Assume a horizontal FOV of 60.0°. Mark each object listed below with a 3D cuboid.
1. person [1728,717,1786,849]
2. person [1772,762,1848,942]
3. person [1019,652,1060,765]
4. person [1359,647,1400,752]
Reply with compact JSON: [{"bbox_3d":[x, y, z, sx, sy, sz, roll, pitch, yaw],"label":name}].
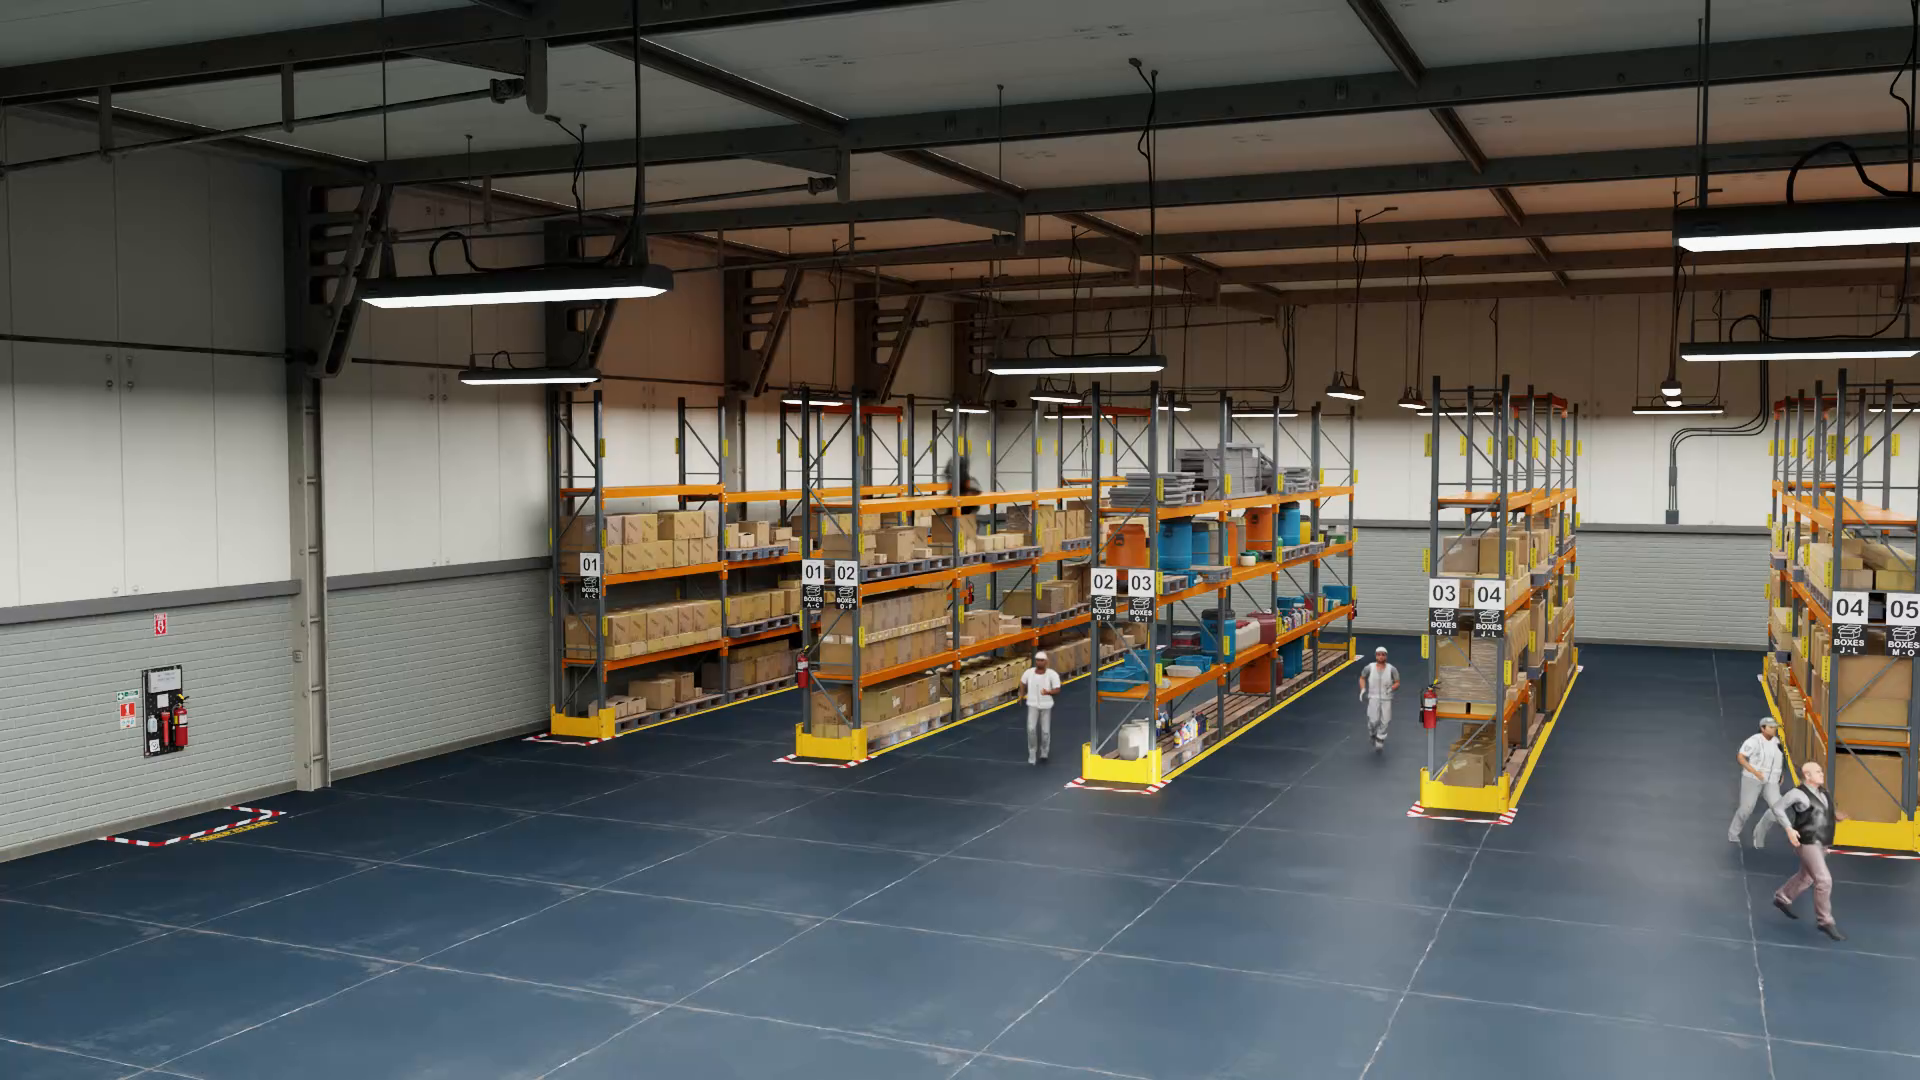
[{"bbox_3d":[10.082,3.046,20.881,0.678,1.655,0.639,0,3,-3],"label":"person"},{"bbox_3d":[8.808,3.173,17.211,0.638,1.753,0.877,-2,4,-32],"label":"person"},{"bbox_3d":[1.260,2.667,26.375,0.671,1.801,0.727,0,3,8],"label":"person"},{"bbox_3d":[6.887,2.623,27.268,0.651,1.743,0.585,1,3,12],"label":"person"}]
